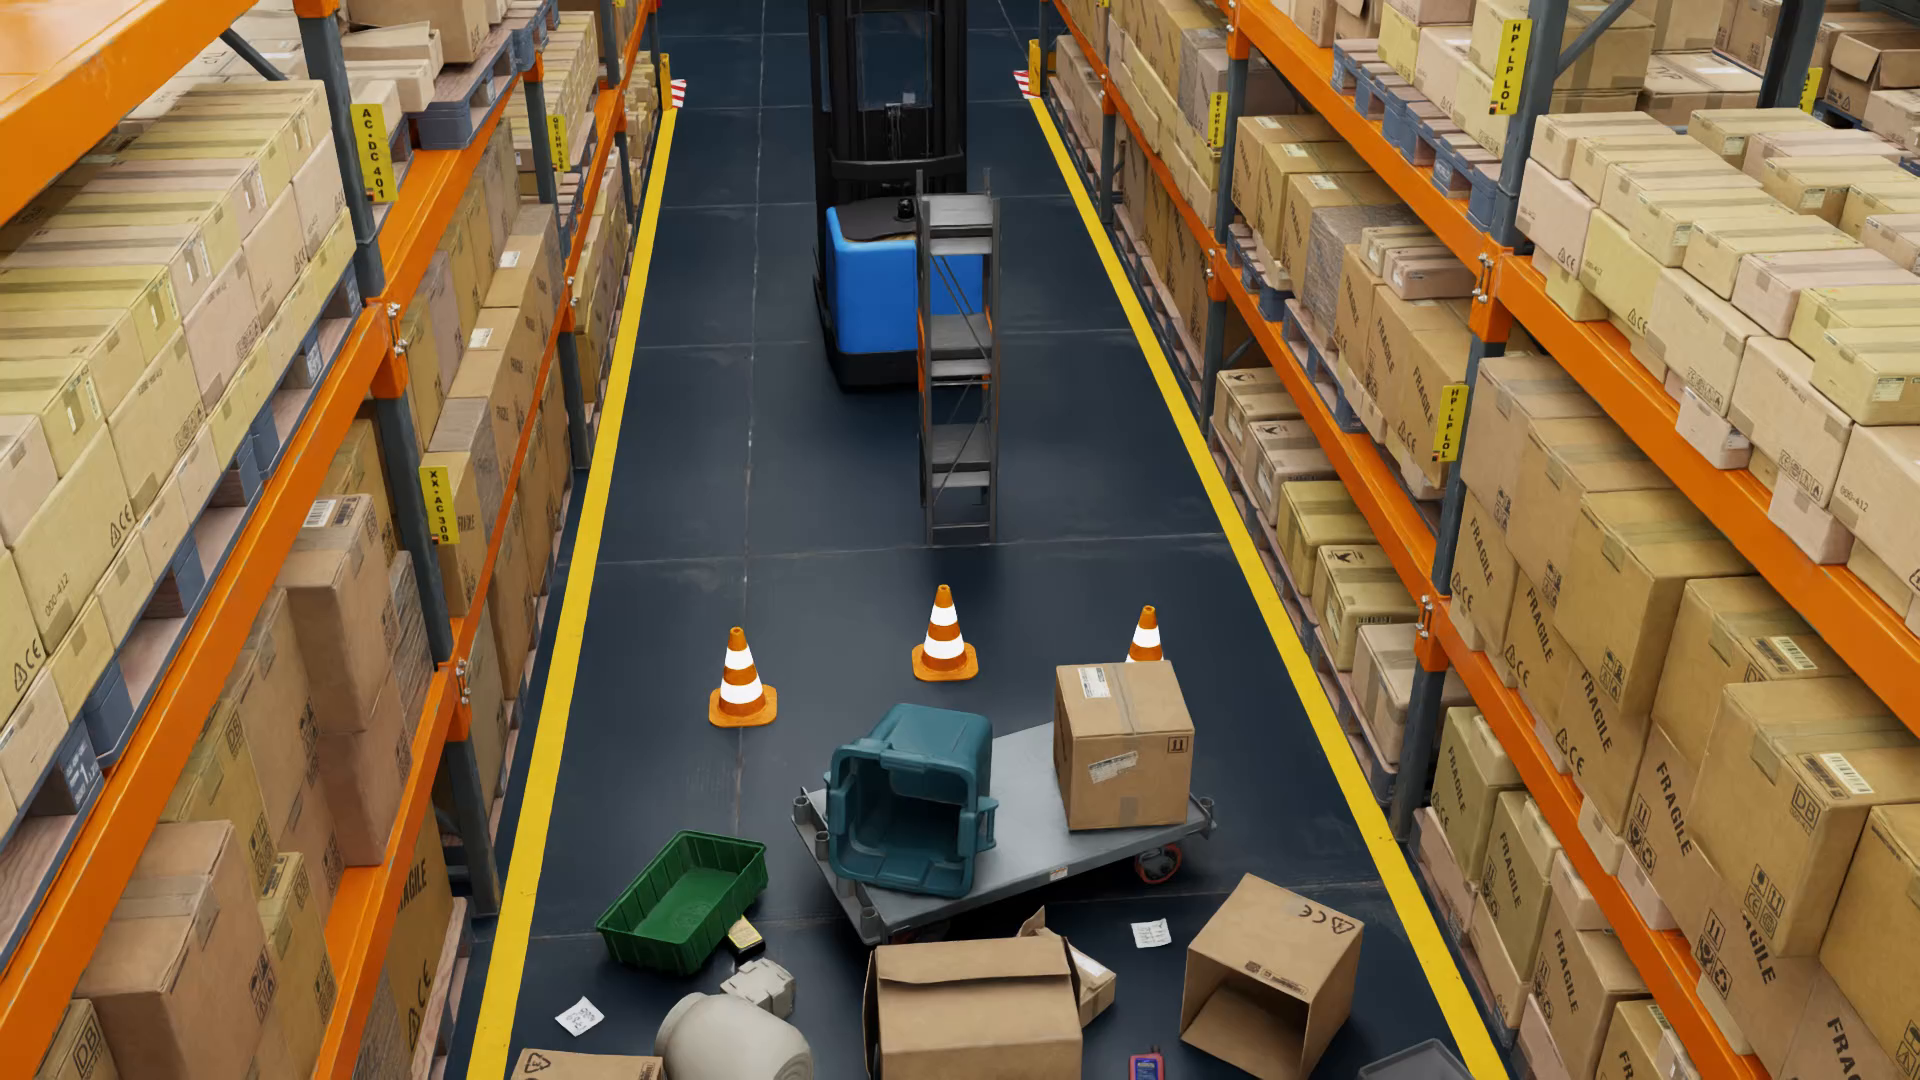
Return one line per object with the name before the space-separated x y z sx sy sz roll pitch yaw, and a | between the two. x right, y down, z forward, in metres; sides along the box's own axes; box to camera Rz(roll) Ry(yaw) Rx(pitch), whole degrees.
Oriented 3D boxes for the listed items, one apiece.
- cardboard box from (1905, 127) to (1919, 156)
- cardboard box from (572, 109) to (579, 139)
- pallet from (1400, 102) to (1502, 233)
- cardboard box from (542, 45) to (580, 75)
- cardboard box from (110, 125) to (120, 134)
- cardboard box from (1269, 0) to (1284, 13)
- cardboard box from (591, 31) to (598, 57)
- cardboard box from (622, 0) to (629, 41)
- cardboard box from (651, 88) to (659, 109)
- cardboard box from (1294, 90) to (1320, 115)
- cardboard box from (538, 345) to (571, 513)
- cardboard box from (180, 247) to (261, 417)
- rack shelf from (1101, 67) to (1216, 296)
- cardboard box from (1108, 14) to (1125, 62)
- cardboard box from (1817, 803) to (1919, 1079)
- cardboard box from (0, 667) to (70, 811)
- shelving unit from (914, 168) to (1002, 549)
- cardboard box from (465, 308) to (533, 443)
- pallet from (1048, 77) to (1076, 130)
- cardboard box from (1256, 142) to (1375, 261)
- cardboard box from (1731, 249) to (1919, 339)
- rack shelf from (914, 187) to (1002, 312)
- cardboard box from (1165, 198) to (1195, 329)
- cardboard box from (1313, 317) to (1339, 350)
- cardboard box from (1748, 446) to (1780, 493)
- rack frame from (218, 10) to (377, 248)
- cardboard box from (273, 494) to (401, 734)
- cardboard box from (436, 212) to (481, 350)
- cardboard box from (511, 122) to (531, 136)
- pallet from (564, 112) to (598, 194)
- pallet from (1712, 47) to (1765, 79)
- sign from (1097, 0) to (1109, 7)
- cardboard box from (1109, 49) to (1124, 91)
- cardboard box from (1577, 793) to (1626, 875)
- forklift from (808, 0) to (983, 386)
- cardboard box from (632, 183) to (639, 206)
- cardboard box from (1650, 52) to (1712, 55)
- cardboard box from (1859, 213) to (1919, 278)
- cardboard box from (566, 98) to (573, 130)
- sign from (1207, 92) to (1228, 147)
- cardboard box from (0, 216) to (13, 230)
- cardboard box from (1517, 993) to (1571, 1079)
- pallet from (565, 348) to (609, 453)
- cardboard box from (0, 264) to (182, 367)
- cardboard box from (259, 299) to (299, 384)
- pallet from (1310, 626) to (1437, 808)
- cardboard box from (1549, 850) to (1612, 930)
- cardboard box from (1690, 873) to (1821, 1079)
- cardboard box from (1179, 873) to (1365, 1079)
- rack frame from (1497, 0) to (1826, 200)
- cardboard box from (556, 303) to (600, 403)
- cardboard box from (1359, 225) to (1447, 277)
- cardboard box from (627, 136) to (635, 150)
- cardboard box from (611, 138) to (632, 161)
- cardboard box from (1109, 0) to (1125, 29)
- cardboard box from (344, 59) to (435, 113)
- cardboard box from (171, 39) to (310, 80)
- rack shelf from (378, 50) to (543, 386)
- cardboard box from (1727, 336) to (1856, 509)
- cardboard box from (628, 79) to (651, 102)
cardboard box | 6.577 -2.653 11.102 0.380 0.149 0.250 -2 31 -4
cardboard box | -2.830 -2.856 11.441 0.380 0.149 0.250 -4 31 -6
pallet | 2.501 -1.509 6.610 1.213 0.211 1.003 -3 31 -5
cardboard box | -2.889 -3.381 11.740 0.380 0.149 0.250 -4 31 -6
cardboard box | -8.311 -4.114 15.375 0.875 0.875 0.875 -3 31 -5
cardboard box | 1.939 -3.035 9.226 0.380 0.149 0.250 -3 31 -5
cardboard box | -2.980 -3.784 12.705 0.380 0.149 0.250 -2 31 -3
cardboard box | -3.062 -4.465 13.913 0.500 0.500 0.500 -3 31 -5
cardboard box | -3.206 -4.391 16.546 0.380 0.149 0.250 -2 31 -3
cardboard box | 2.276 -2.760 10.373 0.500 0.500 0.500 -4 31 -6
cardboard box | -2.873 -0.634 9.671 1.050 0.750 0.750 -3 31 -5
cardboard box | -2.073 -0.515 4.111 0.500 0.250 0.500 -3 31 -5
rack shelf | 1.892 -2.736 12.107 1.077 0.370 4.000 -3 31 -5
cardboard box | 1.466 -3.978 13.144 0.500 0.250 0.500 -4 31 -6
cardboard box | 2.522 0.951 3.869 0.700 0.500 0.500 -2 31 -4
cardboard box | -1.877 0.368 3.021 0.380 0.149 0.250 -3 31 -4
shelving unit | -0.015 -0.986 9.353 0.431 2.100 0.503 -3 31 -5
cardboard box | -2.387 -0.790 8.049 0.500 0.500 0.500 -2 31 -4
pallet | 1.484 -4.507 17.089 1.003 0.211 1.213 -3 31 -5
cardboard box | 1.946 -1.868 9.156 0.500 0.500 0.500 -1 31 -2
cardboard box | 2.333 -0.665 4.481 0.380 0.149 0.250 -3 31 -5
rack shelf | -0.015 -1.575 9.001 0.431 0.518 0.480 -3 31 -5
cardboard box | 2.018 -2.104 12.010 0.875 0.875 0.875 -2 31 -4
cardboard box | 2.027 -1.094 8.492 0.380 0.149 0.250 -2 31 -3
cardboard box | 2.381 -0.202 4.483 0.380 0.149 0.250 -3 31 -4
rack frame | -2.466 -2.269 4.773 1.000 3.000 0.127 -3 31 -5
cardboard box | -2.299 0.244 5.217 0.875 0.550 0.550 -3 31 -5
cardboard box | -2.661 -1.197 7.756 0.700 0.500 0.500 -3 31 -5
cardboard box | -2.718 -2.445 10.174 0.380 0.149 0.250 -4 31 -6
pallet | -3.066 -2.662 11.468 1.003 0.211 1.213 -3 31 -5
pallet | 6.613 -3.810 13.391 1.003 0.211 1.213 -3 31 -5
sign | 1.153 -4.444 13.344 0.100 0.325 0.005 -3 31 -5
cardboard box | 1.484 -3.765 13.274 0.500 0.250 0.500 -3 31 -6
cardboard box | 2.273 0.956 5.470 0.380 0.149 0.250 -3 31 -4
forklift | -0.533 -3.050 11.998 1.130 2.935 3.031 -4 31 -7
cardboard box | -2.928 -2.935 14.109 0.380 0.149 0.250 -4 31 -7
cardboard box | 2.749 -1.962 6.921 0.500 0.250 0.500 -3 31 -5
cardboard box | 2.813 -0.821 4.742 0.380 0.149 0.250 -3 31 -6
cardboard box | -2.807 -2.849 11.140 0.380 0.149 0.250 -3 31 -5
sign | 1.527 -2.493 9.869 0.100 0.325 0.005 -3 31 -5
cardboard box | -2.698 -0.847 4.279 0.380 0.149 0.250 -3 31 -5
cardboard box | 2.352 1.875 5.957 0.500 0.250 0.500 -3 31 -5
pallet | -2.911 -0.937 11.113 1.003 0.211 1.213 -3 31 -5
cardboard box | -1.972 -0.492 3.683 0.380 0.149 0.250 -2 31 -4
cardboard box | -2.041 -0.534 4.532 0.380 0.149 0.250 -3 31 -4
pallet | 2.379 0.818 8.175 1.003 0.211 1.213 -3 31 -5
cardboard box | 2.269 1.198 5.726 0.380 0.149 0.250 -1 31 -2
cardboard box | 2.416 1.114 4.572 0.500 0.500 0.500 -3 31 -5
cardboard box | 1.198 1.703 6.410 0.500 0.500 0.500 20 36 29
rack frame | 2.453 -2.557 5.256 1.000 3.000 0.127 -3 31 -5
cardboard box | -2.652 -1.216 10.888 0.500 0.500 0.500 -4 31 -7
cardboard box | 2.058 -1.326 7.615 0.380 0.149 0.250 -4 31 -7
cardboard box | -3.125 -3.589 14.914 0.380 0.149 0.250 -1 31 -2
cardboard box | -3.006 -3.318 14.171 0.380 0.149 0.250 -1 31 -2
cardboard box | 1.460 -4.300 12.951 0.500 0.500 0.500 -2 31 -4
cardboard box | -2.338 -1.824 6.692 0.380 0.149 0.250 -3 31 -5
cardboard box | -2.801 -1.759 6.485 0.500 0.250 0.500 -3 31 -5
rack shelf | -2.653 -1.693 7.436 1.077 0.370 4.000 -3 31 -5
cardboard box | 2.362 -0.318 4.289 0.500 0.250 0.500 -2 31 -4
cardboard box | -3.127 -4.246 15.724 0.380 0.149 0.250 -2 31 -3
